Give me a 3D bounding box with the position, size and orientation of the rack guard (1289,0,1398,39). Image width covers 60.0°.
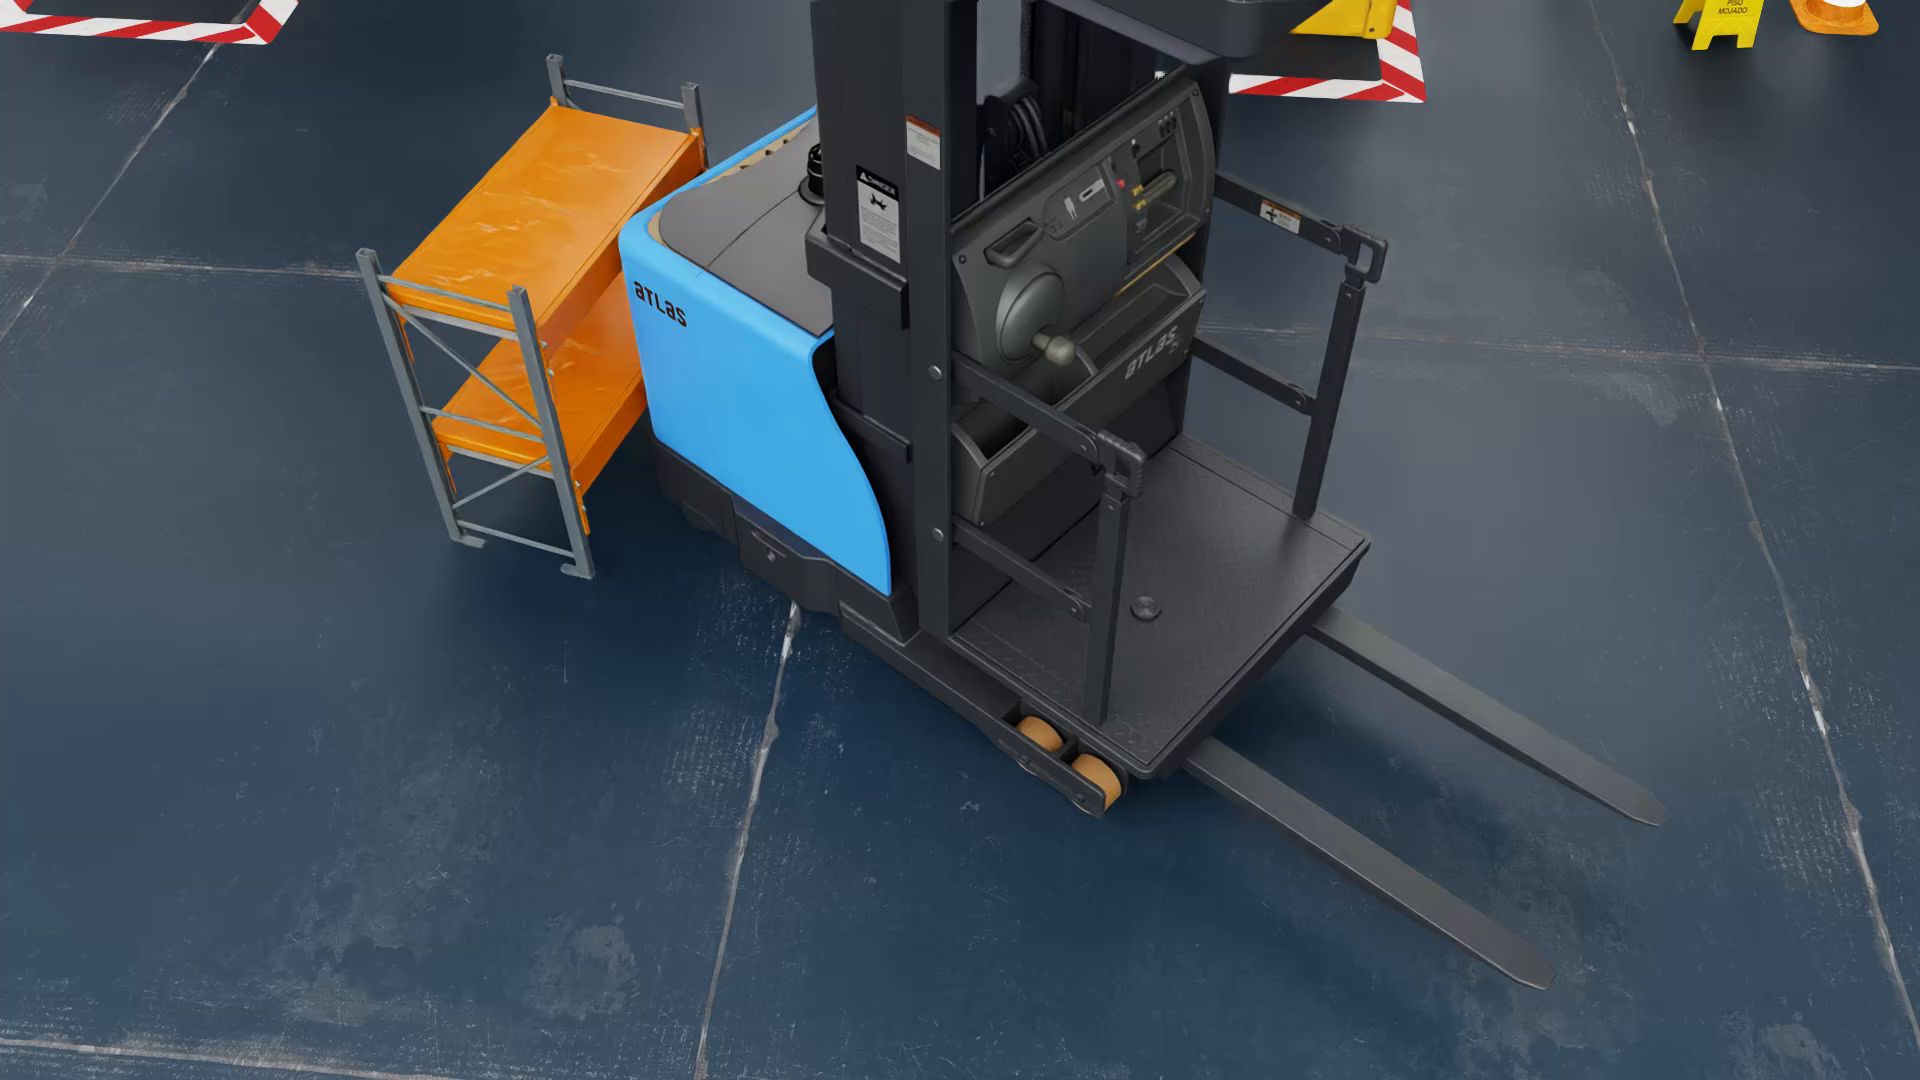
[{"bbox_3d":[1.316,-2.514,7.211,1.175,0.500,0.348,4,48,4],"label":"rack guard"}]

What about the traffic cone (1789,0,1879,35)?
[{"bbox_3d":[3.875,-2.488,7.212,0.336,0.463,0.334,4,48,4],"label":"traffic cone"}]

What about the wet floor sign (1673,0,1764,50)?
[{"bbox_3d":[3.287,-2.426,7.032,0.267,0.644,0.232,-4,48,-3],"label":"wet floor sign"}]

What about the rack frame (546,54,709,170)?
[{"bbox_3d":[-1.023,-1.035,5.434,0.500,1.125,0.032,15,49,13],"label":"rack frame"}]

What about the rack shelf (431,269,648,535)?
[{"bbox_3d":[-1.195,-0.517,5.292,0.538,0.278,1.000,15,49,13],"label":"rack shelf"}]

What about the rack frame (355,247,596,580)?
[{"bbox_3d":[-1.368,-0.329,4.789,0.500,1.125,0.032,15,49,13],"label":"rack frame"}]

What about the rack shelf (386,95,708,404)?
[{"bbox_3d":[-1.195,-0.880,4.896,0.538,0.278,1.000,15,49,13],"label":"rack shelf"}]

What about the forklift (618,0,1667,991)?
[{"bbox_3d":[0.474,-0.683,3.889,3.031,2.935,1.130,33,55,26],"label":"forklift"}]

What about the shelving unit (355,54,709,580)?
[{"bbox_3d":[-1.195,-0.682,5.112,0.538,1.125,1.048,15,49,13],"label":"shelving unit"}]
